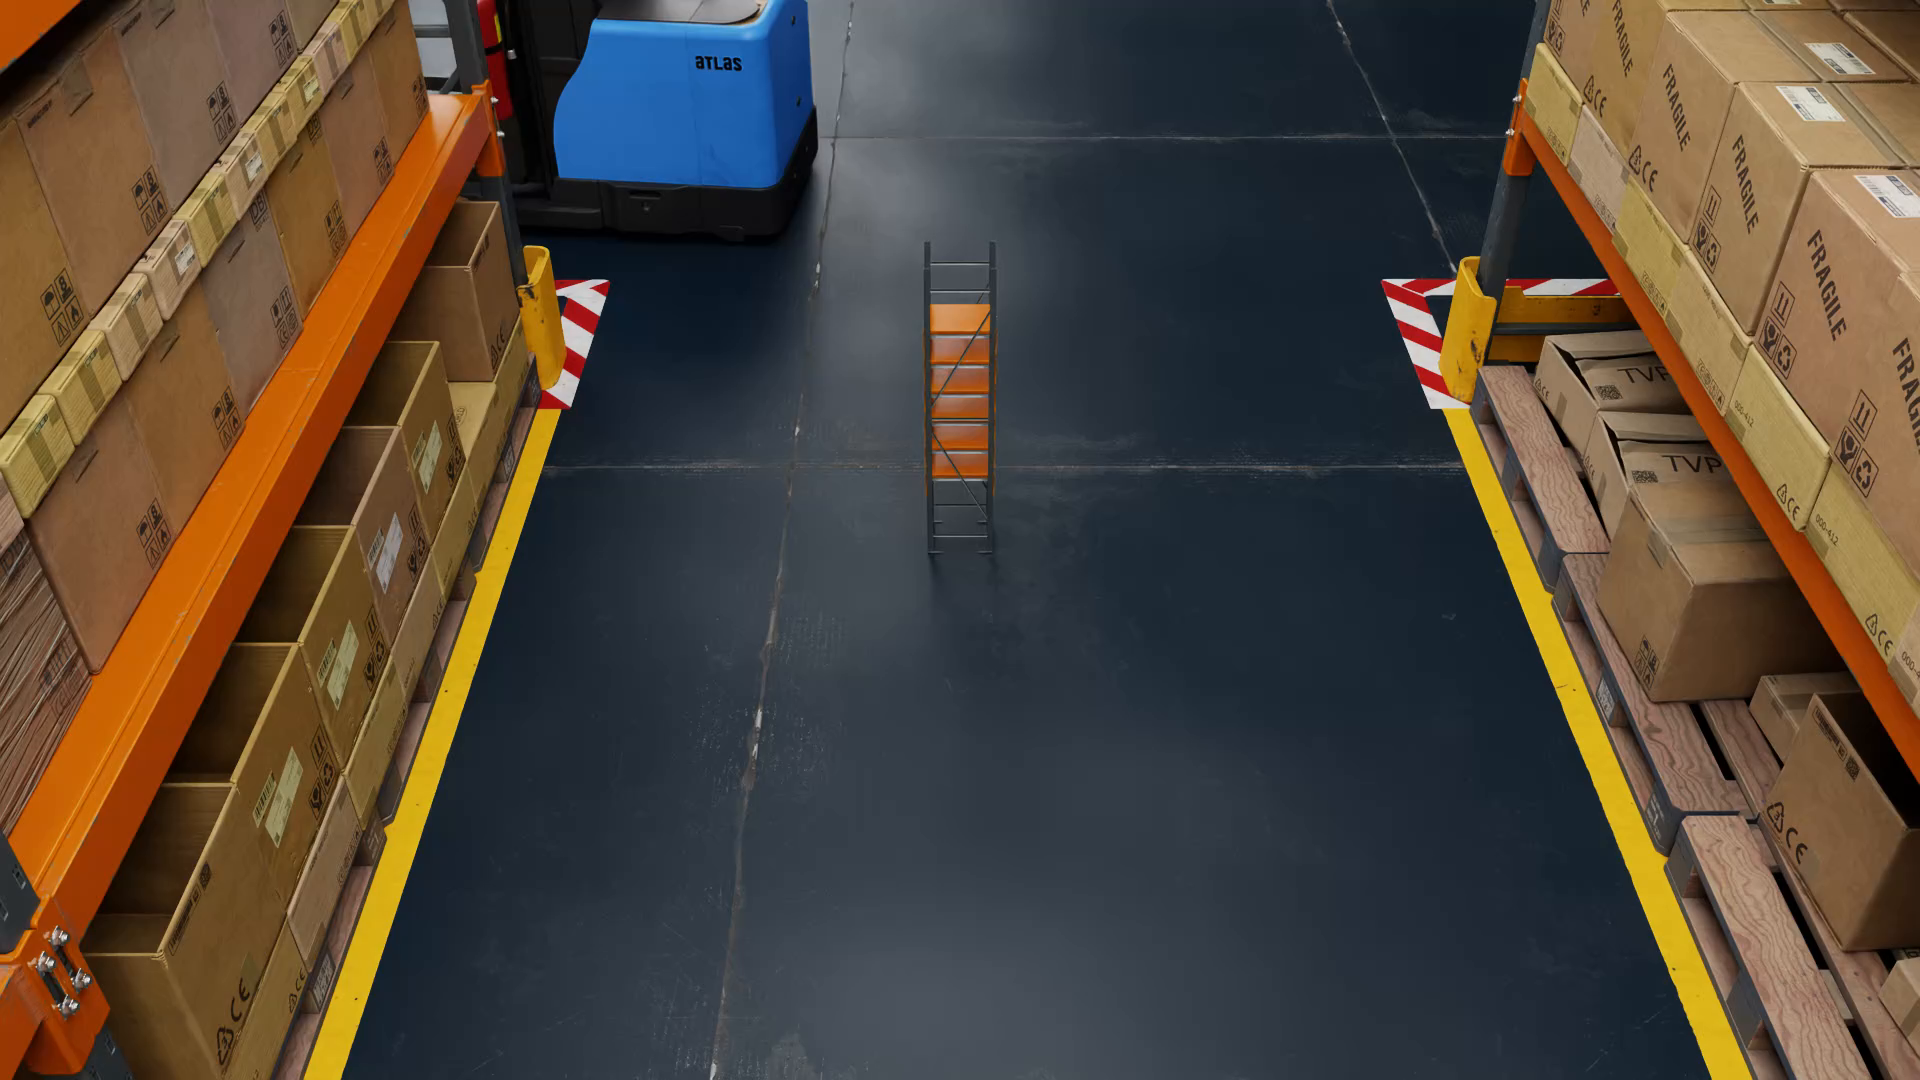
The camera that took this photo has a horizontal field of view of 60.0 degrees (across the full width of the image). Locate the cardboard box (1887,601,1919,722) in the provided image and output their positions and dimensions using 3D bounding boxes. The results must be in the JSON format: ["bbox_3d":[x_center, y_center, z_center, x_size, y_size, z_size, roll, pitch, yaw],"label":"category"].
[{"bbox_3d":[2.354,0.355,3.512,0.500,0.250,0.500,0,39,0],"label":"cardboard box"}]

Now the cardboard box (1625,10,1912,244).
[{"bbox_3d":[2.338,-1.212,4.868,0.500,0.500,0.500,-1,39,-2],"label":"cardboard box"}]

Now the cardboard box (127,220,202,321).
[{"bbox_3d":[-2.108,-0.660,4.076,0.380,0.149,0.250,-1,39,-1],"label":"cardboard box"}]

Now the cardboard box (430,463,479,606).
[{"bbox_3d":[-1.990,-0.025,5.746,0.500,0.250,0.500,0,39,0],"label":"cardboard box"}]

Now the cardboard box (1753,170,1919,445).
[{"bbox_3d":[2.352,-0.564,4.059,0.500,0.500,0.500,-1,39,-1],"label":"cardboard box"}]

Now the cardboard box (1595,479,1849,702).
[{"bbox_3d":[2.515,0.151,5.310,0.700,0.500,0.500,-2,39,-3],"label":"cardboard box"}]

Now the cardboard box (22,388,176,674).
[{"bbox_3d":[-2.310,-0.040,3.821,0.700,0.500,0.500,0,39,-1],"label":"cardboard box"}]

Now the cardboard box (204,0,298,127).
[{"bbox_3d":[-2.305,-1.471,4.569,0.700,0.500,0.500,0,39,0],"label":"cardboard box"}]

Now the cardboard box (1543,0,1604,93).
[{"bbox_3d":[2.353,-1.844,5.656,0.500,0.500,0.500,0,39,0],"label":"cardboard box"}]

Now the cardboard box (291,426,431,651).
[{"bbox_3d":[-1.987,-0.005,5.121,0.500,0.500,0.500,0,39,0],"label":"cardboard box"}]

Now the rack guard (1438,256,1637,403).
[{"bbox_3d":[2.653,-0.878,6.946,1.175,0.500,0.348,0,39,0],"label":"rack guard"}]

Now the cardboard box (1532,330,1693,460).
[{"bbox_3d":[2.564,-0.590,6.386,0.500,0.311,0.500,-4,39,-5],"label":"cardboard box"}]

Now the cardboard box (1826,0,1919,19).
[{"bbox_3d":[2.857,-1.533,5.269,0.500,0.500,0.500,0,39,1],"label":"cardboard box"}]

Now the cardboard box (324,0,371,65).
[{"bbox_3d":[-2.108,-1.625,5.280,0.380,0.149,0.250,-1,39,-1],"label":"cardboard box"}]

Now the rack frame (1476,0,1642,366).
[{"bbox_3d":[2.653,-1.901,6.223,1.000,3.000,0.127,0,39,0],"label":"rack frame"}]

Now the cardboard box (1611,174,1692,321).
[{"bbox_3d":[2.346,-0.901,5.080,0.500,0.250,0.500,-1,39,-1],"label":"cardboard box"}]

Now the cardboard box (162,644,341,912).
[{"bbox_3d":[-1.992,0.620,4.341,0.500,0.500,0.500,0,39,0],"label":"cardboard box"}]

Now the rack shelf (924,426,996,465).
[{"bbox_3d":[0.000,-0.349,5.989,0.258,0.103,0.180,0,39,0],"label":"rack shelf"}]

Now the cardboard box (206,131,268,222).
[{"bbox_3d":[-2.106,-0.978,4.473,0.380,0.149,0.250,-1,39,-1],"label":"cardboard box"}]

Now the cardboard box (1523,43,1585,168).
[{"bbox_3d":[2.336,-1.545,5.883,0.500,0.250,0.500,-1,39,-1],"label":"cardboard box"}]

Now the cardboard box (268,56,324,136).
[{"bbox_3d":[-2.109,-1.303,4.879,0.380,0.149,0.250,1,39,1],"label":"cardboard box"}]

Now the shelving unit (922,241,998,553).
[{"bbox_3d":[0.000,-0.477,5.886,0.258,1.200,0.189,0,39,0],"label":"shelving unit"}]

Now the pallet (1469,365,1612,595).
[{"bbox_3d":[2.619,-0.257,6.402,1.003,0.211,1.213,0,39,0],"label":"pallet"}]

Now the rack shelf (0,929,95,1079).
[{"bbox_3d":[-2.294,2.138,1.759,1.077,0.370,4.000,0,39,0],"label":"rack shelf"}]

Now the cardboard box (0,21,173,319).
[{"bbox_3d":[-2.305,-0.845,3.789,0.700,0.500,0.500,0,39,0],"label":"cardboard box"}]

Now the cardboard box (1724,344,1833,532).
[{"bbox_3d":[2.346,-0.271,4.293,0.500,0.250,0.500,0,39,0],"label":"cardboard box"}]

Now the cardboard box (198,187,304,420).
[{"bbox_3d":[-2.308,-0.674,4.612,0.700,0.500,0.500,1,39,1],"label":"cardboard box"}]

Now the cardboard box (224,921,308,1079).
[{"bbox_3d":[-1.993,1.226,4.185,0.500,0.250,0.500,0,39,0],"label":"cardboard box"}]

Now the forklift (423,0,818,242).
[{"bbox_3d":[-2.294,-2.972,7.615,3.031,2.935,1.130,4,39,5],"label":"forklift"}]

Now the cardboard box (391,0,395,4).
[{"bbox_3d":[-2.110,-1.948,5.684,0.380,0.149,0.250,-1,39,-1],"label":"cardboard box"}]

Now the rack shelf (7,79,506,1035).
[{"bbox_3d":[-2.298,-0.363,4.880,1.077,0.370,4.000,0,39,0],"label":"rack shelf"}]

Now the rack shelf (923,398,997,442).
[{"bbox_3d":[0.000,-0.443,5.914,0.258,0.103,0.180,0,39,0],"label":"rack shelf"}]

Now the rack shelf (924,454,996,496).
[{"bbox_3d":[0.000,-0.255,6.064,0.258,0.103,0.180,0,39,0],"label":"rack shelf"}]

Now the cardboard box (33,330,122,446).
[{"bbox_3d":[-2.107,-0.336,3.672,0.380,0.149,0.250,0,39,0],"label":"cardboard box"}]

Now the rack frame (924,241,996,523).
[{"bbox_3d":[0.000,-0.534,5.957,0.240,1.200,0.006,0,39,0],"label":"rack frame"}]

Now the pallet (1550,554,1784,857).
[{"bbox_3d":[2.617,0.504,5.452,1.003,0.211,1.213,0,39,0],"label":"pallet"}]

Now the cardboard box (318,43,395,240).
[{"bbox_3d":[-2.308,-1.313,5.410,0.700,0.500,0.500,1,39,1],"label":"cardboard box"}]

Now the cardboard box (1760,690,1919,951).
[{"bbox_3d":[2.616,0.755,4.556,0.500,0.500,0.500,-3,39,-3],"label":"cardboard box"}]

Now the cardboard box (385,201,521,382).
[{"bbox_3d":[-2.002,-0.943,6.292,0.500,0.500,0.500,0,39,0],"label":"cardboard box"}]

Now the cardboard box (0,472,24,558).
[{"bbox_3d":[-2.103,-0.011,3.266,0.380,0.149,0.250,0,39,1],"label":"cardboard box"}]

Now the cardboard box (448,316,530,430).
[{"bbox_3d":[-2.005,-0.651,6.526,0.500,0.250,0.500,0,39,0],"label":"cardboard box"}]

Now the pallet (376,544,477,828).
[{"bbox_3d":[-2.259,0.433,5.541,1.003,0.211,1.213,0,39,0],"label":"pallet"}]

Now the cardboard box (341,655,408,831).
[{"bbox_3d":[-1.984,0.600,4.965,0.500,0.250,0.500,0,39,0],"label":"cardboard box"}]
